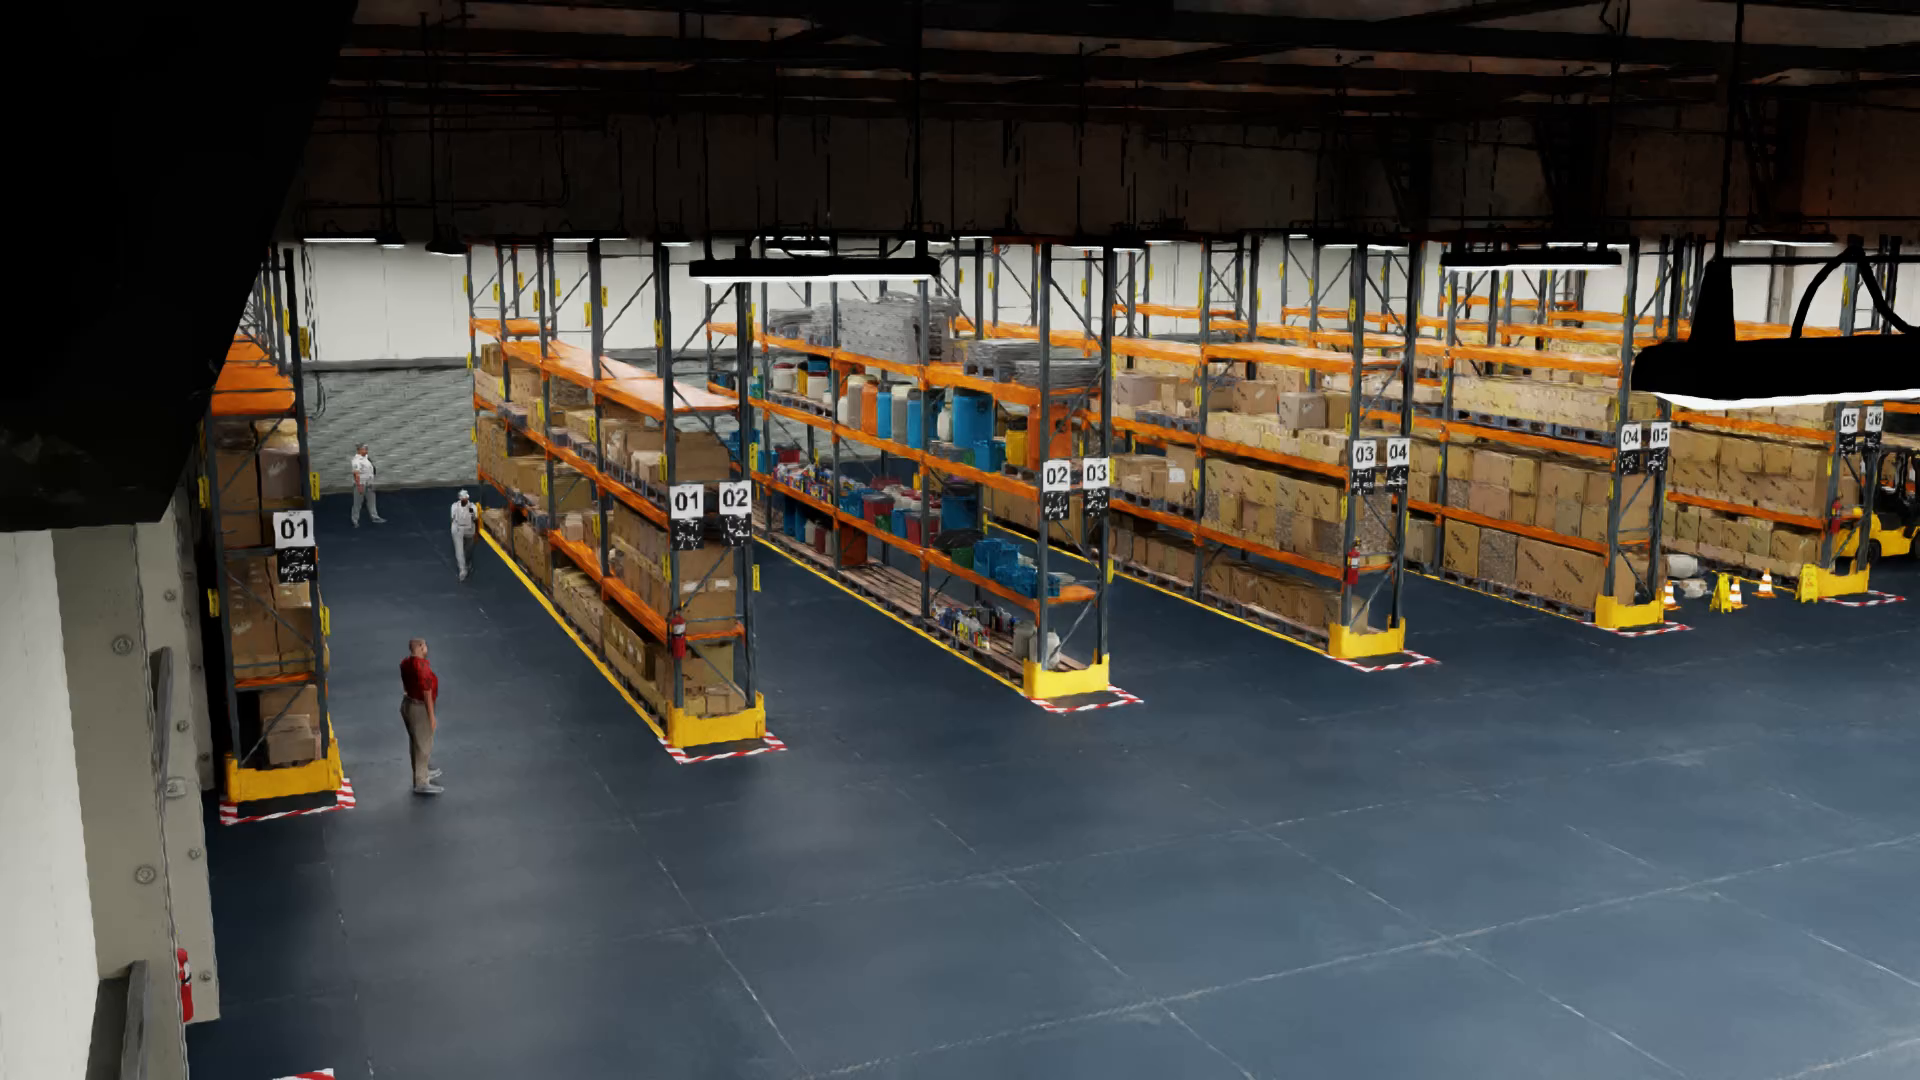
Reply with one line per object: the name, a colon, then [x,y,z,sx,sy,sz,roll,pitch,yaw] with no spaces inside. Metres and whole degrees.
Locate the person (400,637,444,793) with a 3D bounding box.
person: [-5.994,1.920,18.613,0.476,1.738,0.624,-10,15,-42]

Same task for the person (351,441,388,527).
person: [-12.380,-1.188,34.578,0.551,1.755,0.748,2,11,9]

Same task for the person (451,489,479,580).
person: [-8.792,-0.133,29.587,0.481,1.583,1.083,-5,12,-26]

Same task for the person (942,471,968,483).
person: [-0.105,-0.940,34.049,0.566,1.508,0.519,-5,12,-26]
